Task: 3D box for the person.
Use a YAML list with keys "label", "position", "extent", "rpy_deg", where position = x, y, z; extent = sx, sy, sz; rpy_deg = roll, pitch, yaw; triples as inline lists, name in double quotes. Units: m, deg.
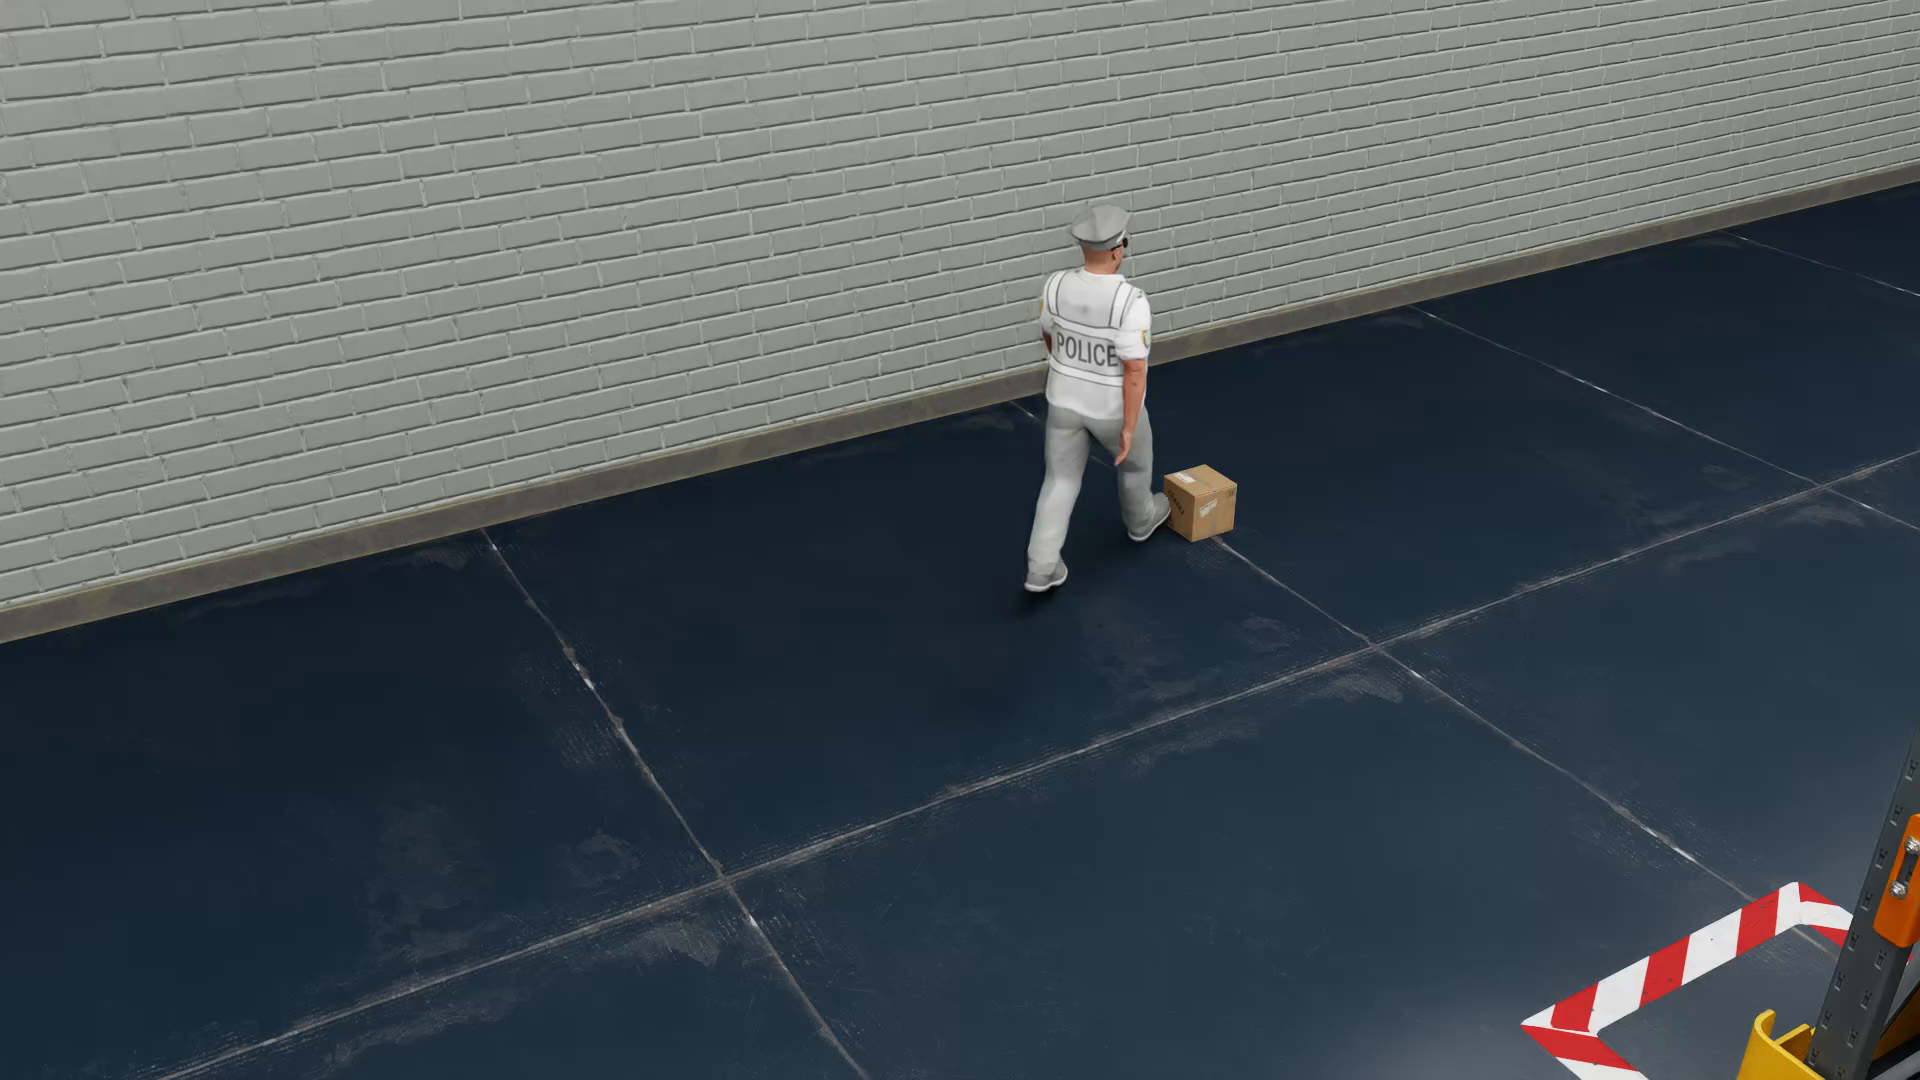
- label: "person"
  position: [0.626, -0.665, 7.325]
  extent: [0.544, 1.708, 1.071]
  rpy_deg: [13, 31, 22]
